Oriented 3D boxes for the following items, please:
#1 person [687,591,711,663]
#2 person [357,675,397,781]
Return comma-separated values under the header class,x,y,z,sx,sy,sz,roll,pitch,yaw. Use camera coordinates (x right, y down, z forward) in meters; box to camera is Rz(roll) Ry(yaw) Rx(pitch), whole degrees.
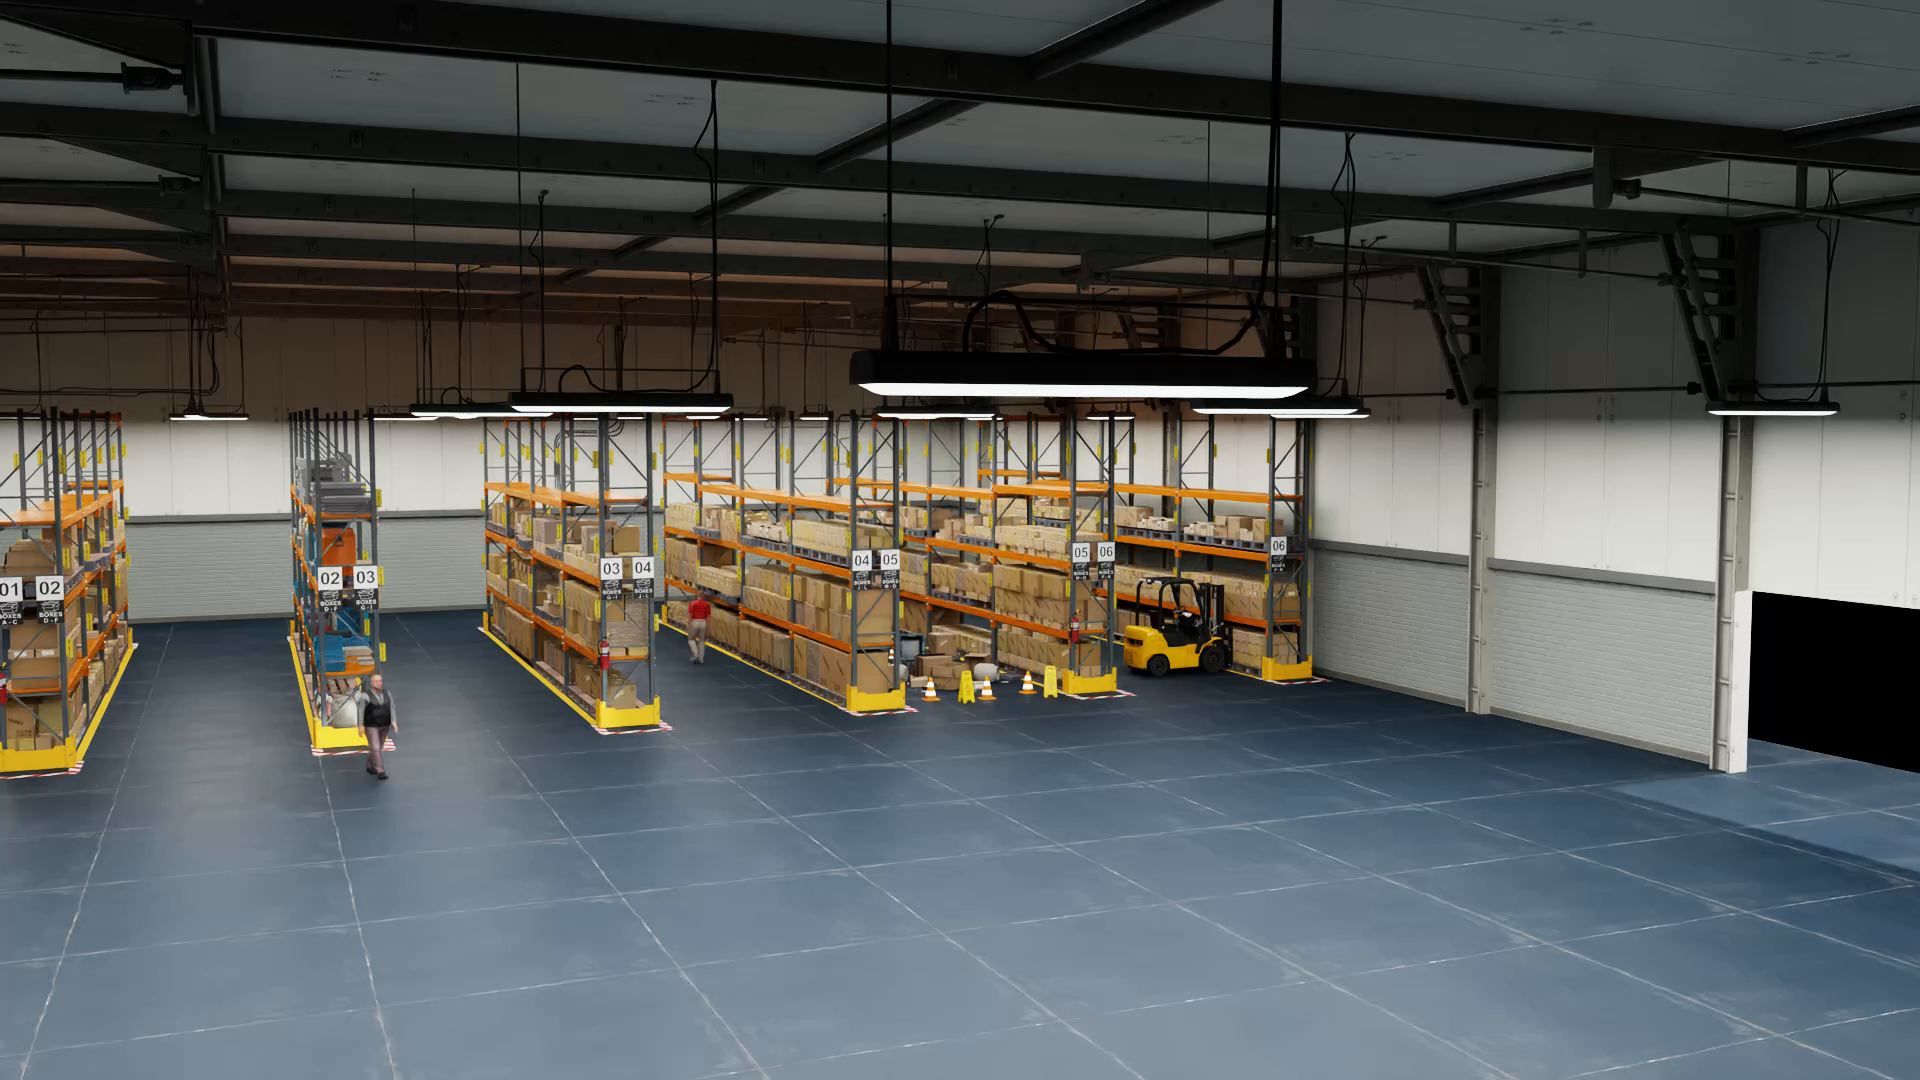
class,x,y,z,sx,sy,sz,roll,pitch,yaw
person,-6.220,2.076,39.680,0.574,1.722,0.470,-1,4,-19
person,-9.306,2.991,26.677,1.043,1.659,0.570,3,5,38
